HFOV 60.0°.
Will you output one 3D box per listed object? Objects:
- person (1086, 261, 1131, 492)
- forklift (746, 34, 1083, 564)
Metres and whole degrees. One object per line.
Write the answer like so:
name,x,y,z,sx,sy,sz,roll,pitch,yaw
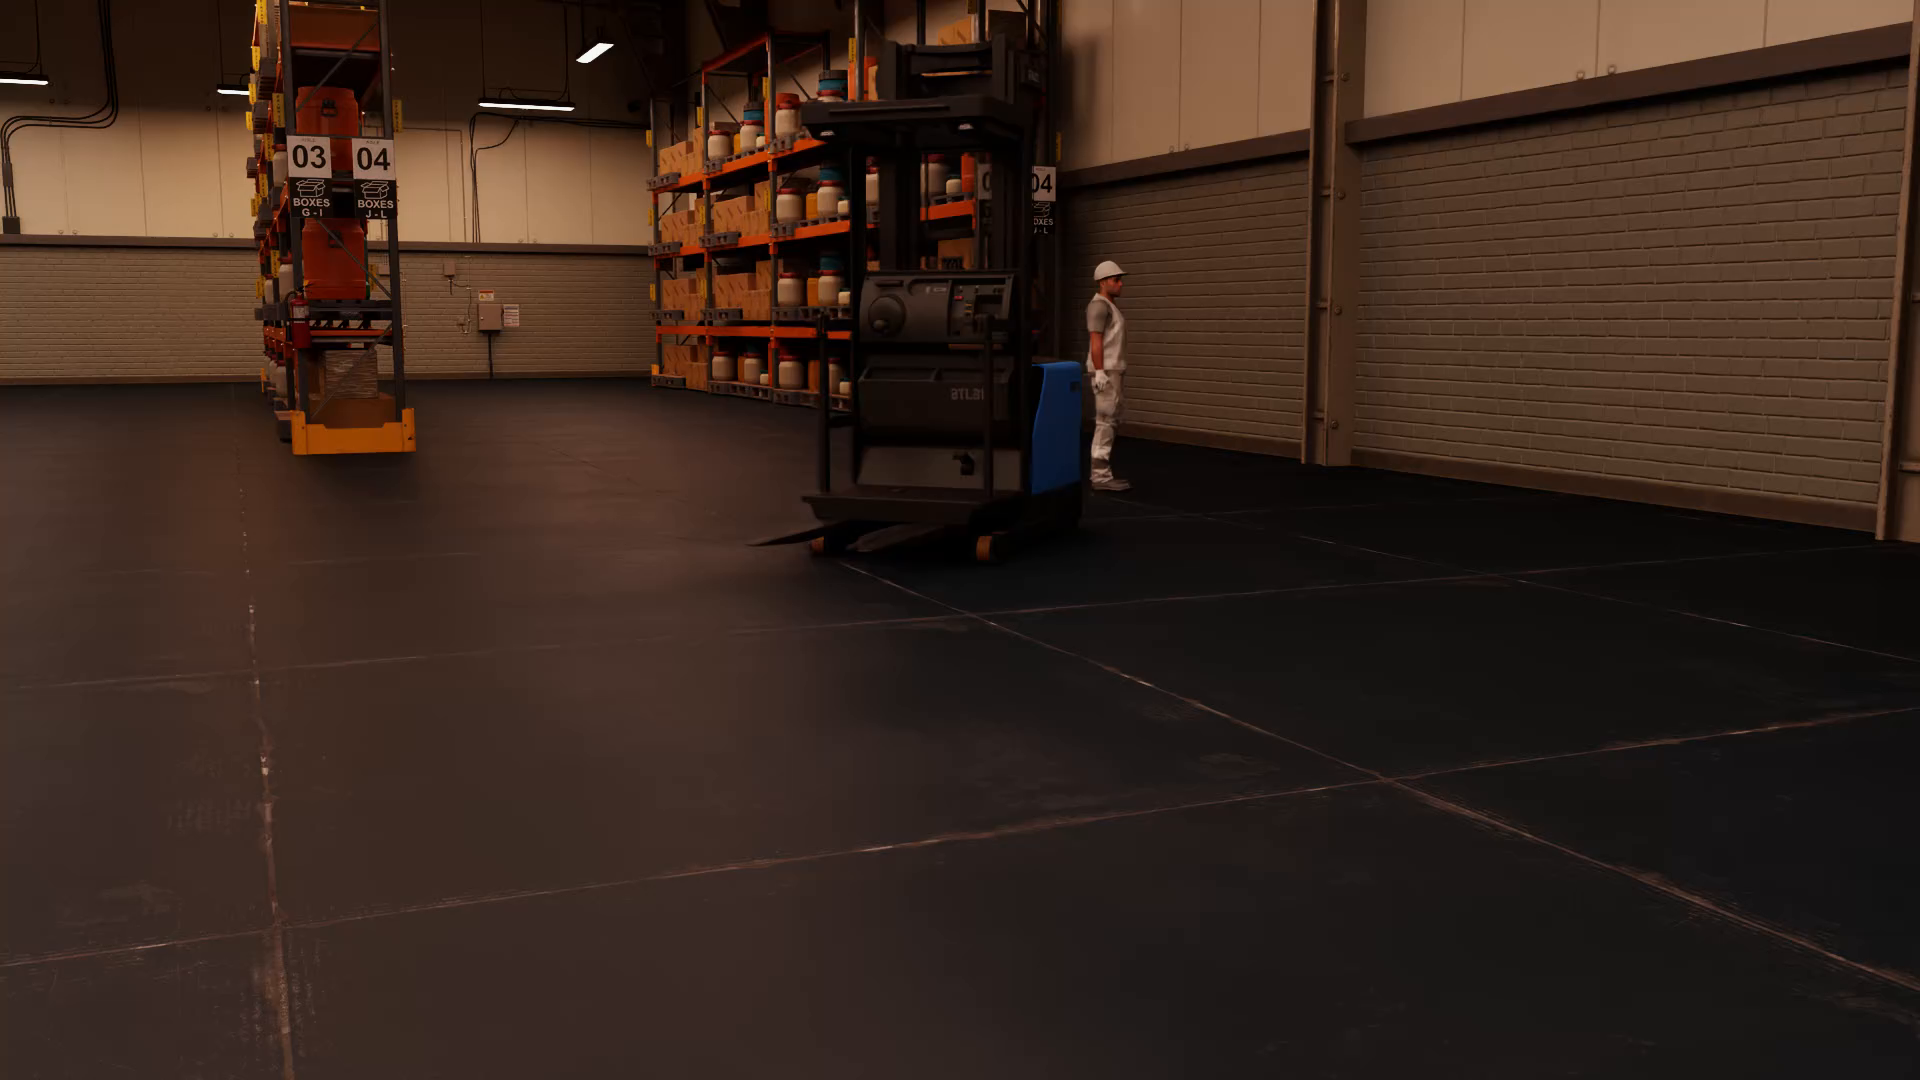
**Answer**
person,1.189,-1.293,13.127,0.378,1.794,0.614,1,8,11
forklift,-0.213,-1.378,9.394,1.130,2.935,3.031,3,8,21
